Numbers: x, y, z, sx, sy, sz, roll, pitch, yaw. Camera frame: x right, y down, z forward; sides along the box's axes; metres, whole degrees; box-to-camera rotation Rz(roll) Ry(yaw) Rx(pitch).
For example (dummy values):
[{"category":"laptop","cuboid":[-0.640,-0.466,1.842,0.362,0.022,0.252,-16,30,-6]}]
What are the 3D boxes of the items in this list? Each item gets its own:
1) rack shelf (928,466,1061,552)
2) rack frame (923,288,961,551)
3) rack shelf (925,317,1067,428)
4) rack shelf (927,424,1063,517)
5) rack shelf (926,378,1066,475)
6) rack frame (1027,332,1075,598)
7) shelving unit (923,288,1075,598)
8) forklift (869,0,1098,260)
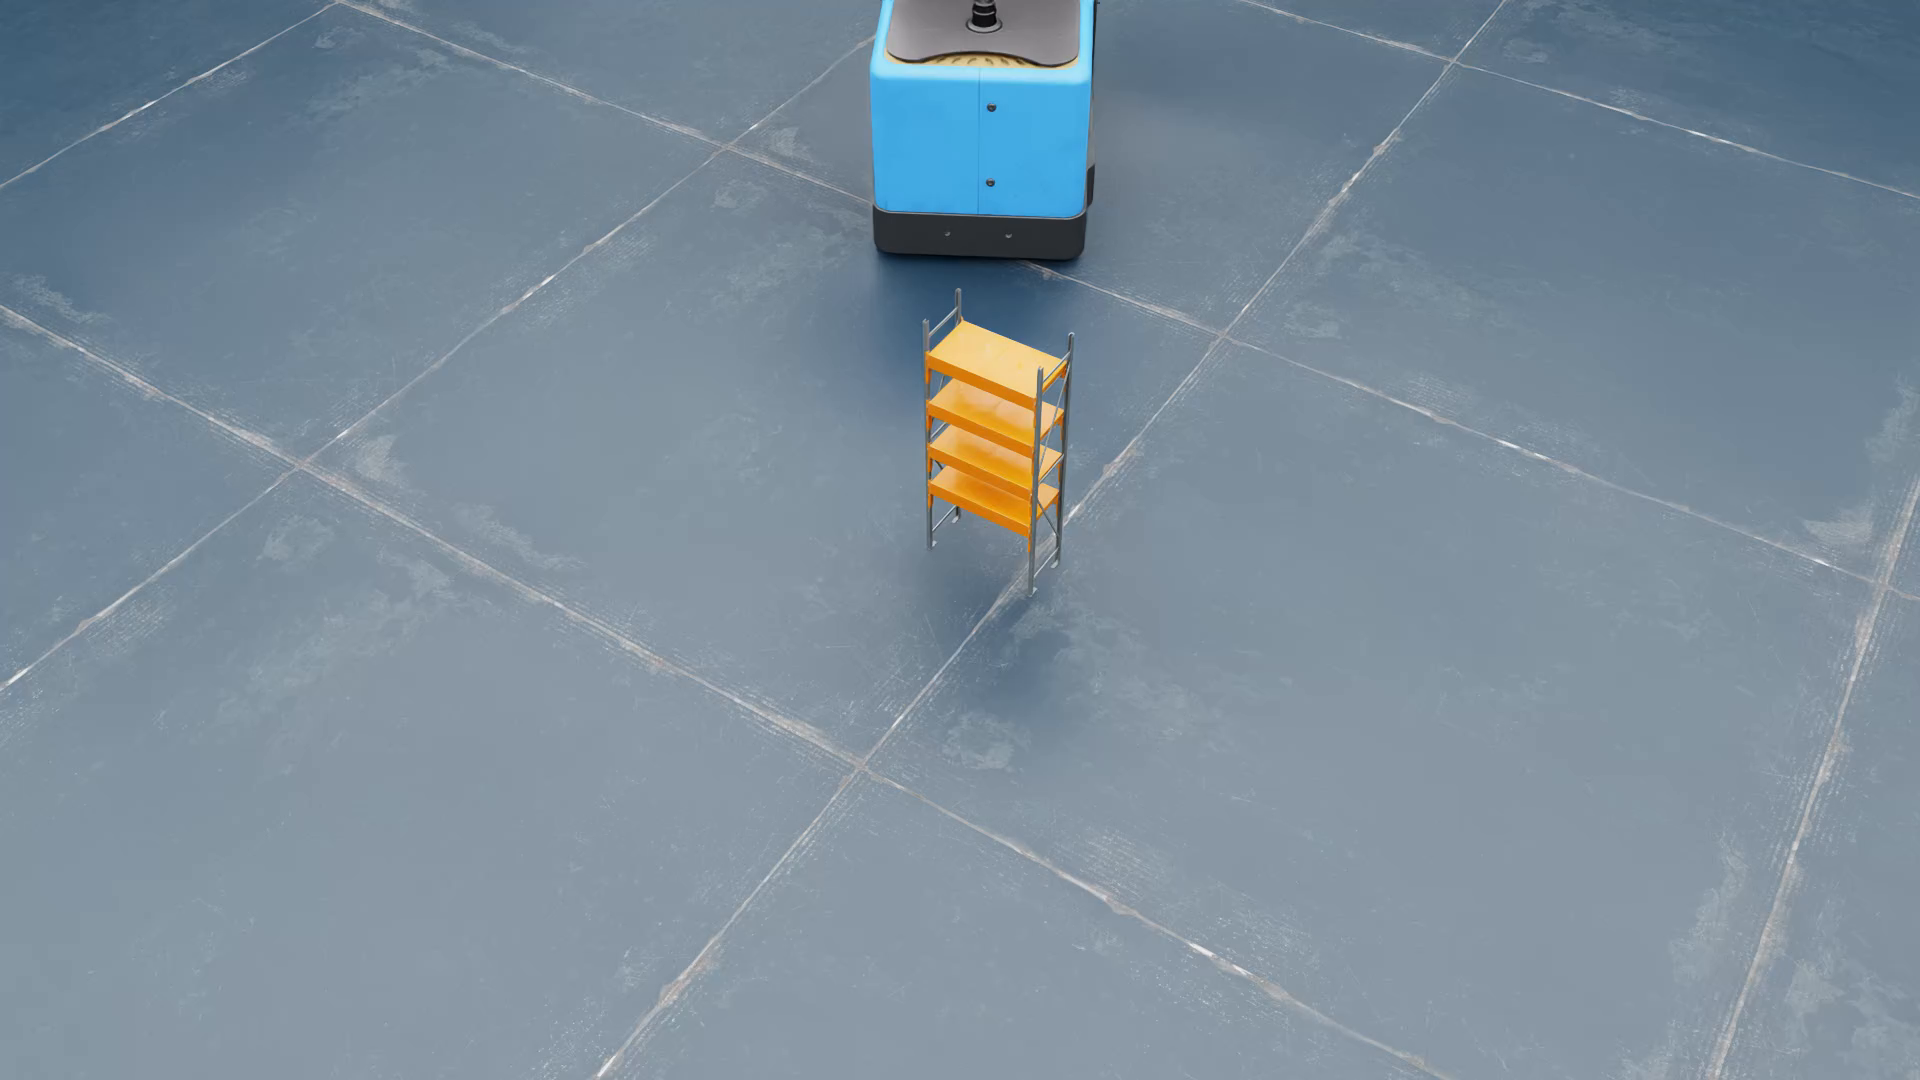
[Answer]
[{"category":"rack shelf","cuboid":[0.139,-0.169,6.670,0.480,0.148,0.258,25,51,22]},{"category":"rack frame","cuboid":[-0.066,-0.449,6.571,0.015,1.200,0.240,25,51,22]},{"category":"rack shelf","cuboid":[0.139,-0.628,6.197,0.480,0.148,0.258,25,51,22]},{"category":"rack shelf","cuboid":[0.139,-0.307,6.528,0.480,0.148,0.258,25,51,22]},{"category":"rack shelf","cuboid":[0.139,-0.463,6.367,0.480,0.148,0.258,25,51,22]},{"category":"rack frame","cuboid":[0.345,-0.260,6.387,0.015,1.200,0.240,25,51,22]},{"category":"shelving unit","cuboid":[0.139,-0.354,6.479,0.503,1.200,0.258,25,51,22]},{"category":"forklift","cuboid":[0.185,-3.460,8.290,1.130,2.935,3.031,3,46,3]}]
